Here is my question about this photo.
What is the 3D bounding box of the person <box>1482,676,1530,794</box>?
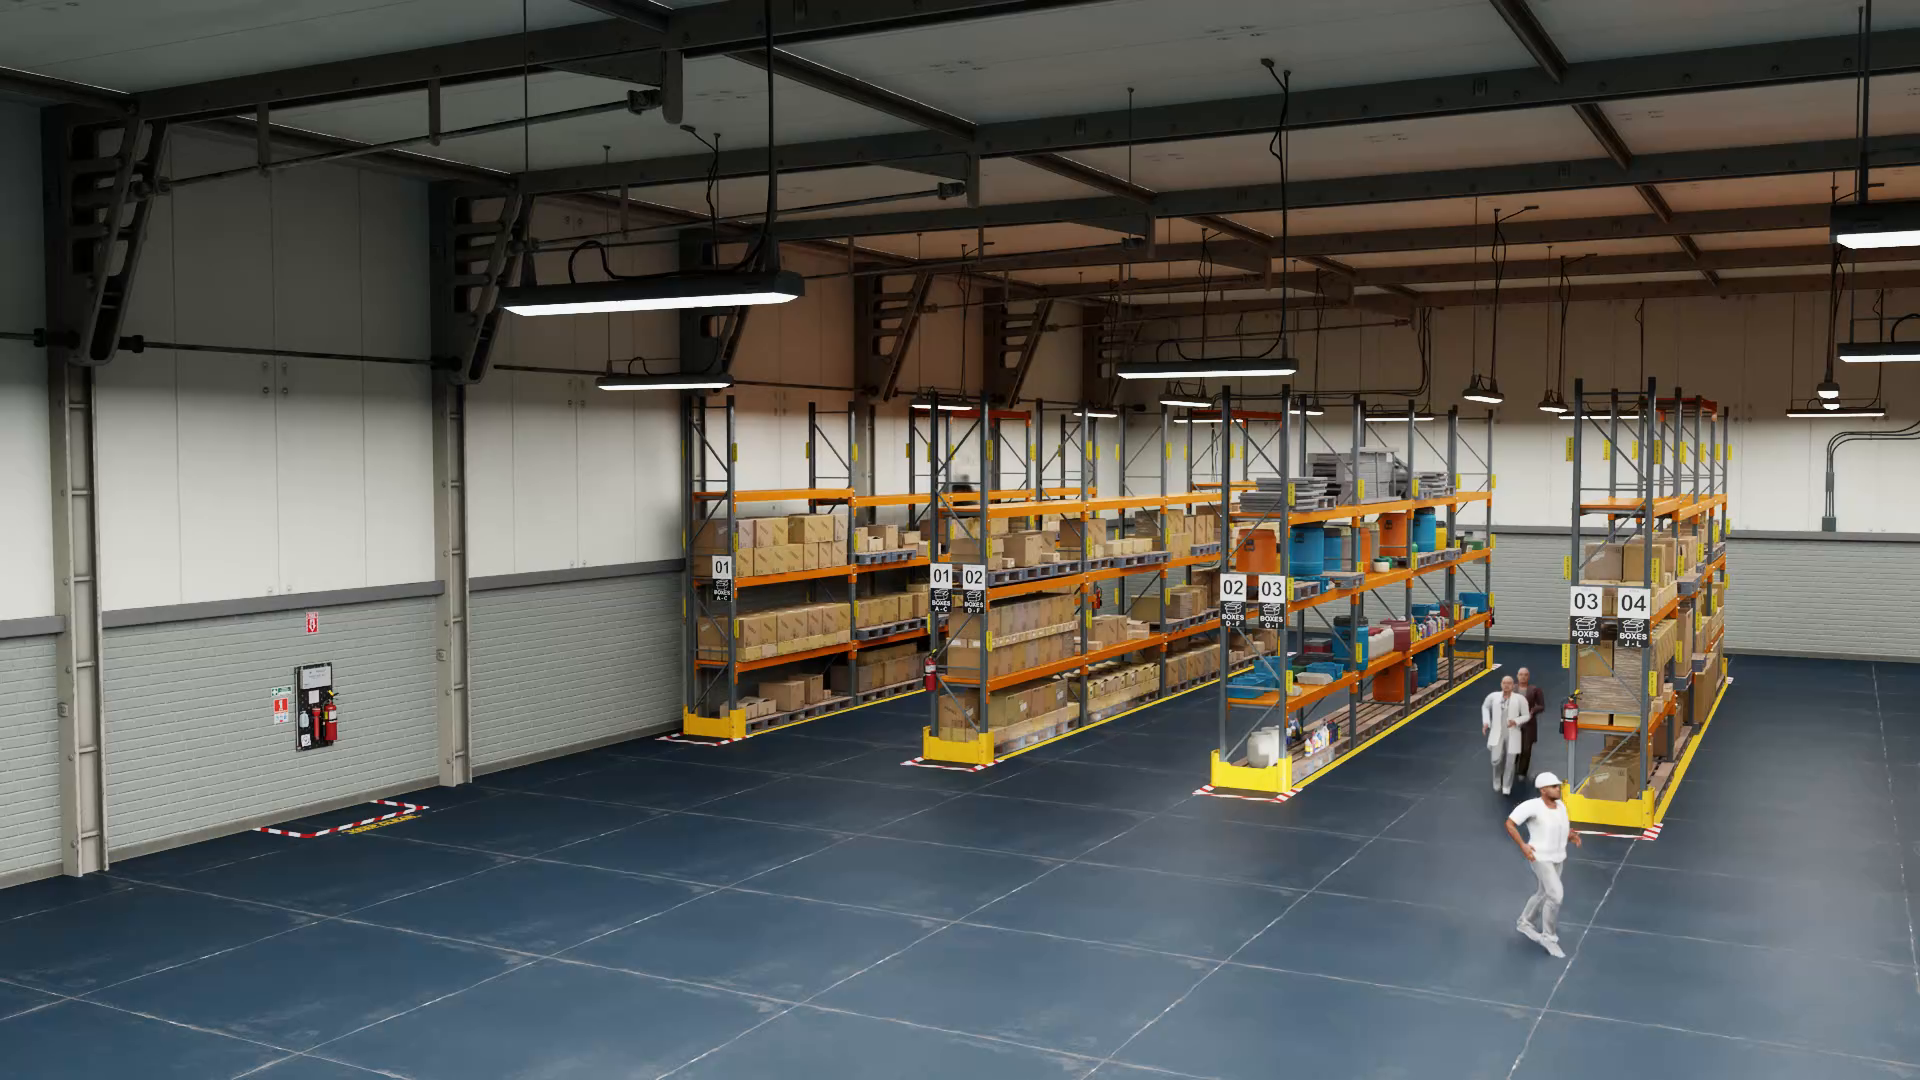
[{"bbox_3d":[7.929,2.849,24.208,0.694,1.738,0.657,1,3,23],"label":"person"}]

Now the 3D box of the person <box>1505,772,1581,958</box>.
[{"bbox_3d":[5.903,3.249,16.755,0.685,1.830,0.692,-2,4,-34],"label":"person"}]

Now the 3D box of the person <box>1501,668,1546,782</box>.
[{"bbox_3d":[8.474,2.800,25.116,0.692,1.737,0.655,1,3,19],"label":"person"}]
